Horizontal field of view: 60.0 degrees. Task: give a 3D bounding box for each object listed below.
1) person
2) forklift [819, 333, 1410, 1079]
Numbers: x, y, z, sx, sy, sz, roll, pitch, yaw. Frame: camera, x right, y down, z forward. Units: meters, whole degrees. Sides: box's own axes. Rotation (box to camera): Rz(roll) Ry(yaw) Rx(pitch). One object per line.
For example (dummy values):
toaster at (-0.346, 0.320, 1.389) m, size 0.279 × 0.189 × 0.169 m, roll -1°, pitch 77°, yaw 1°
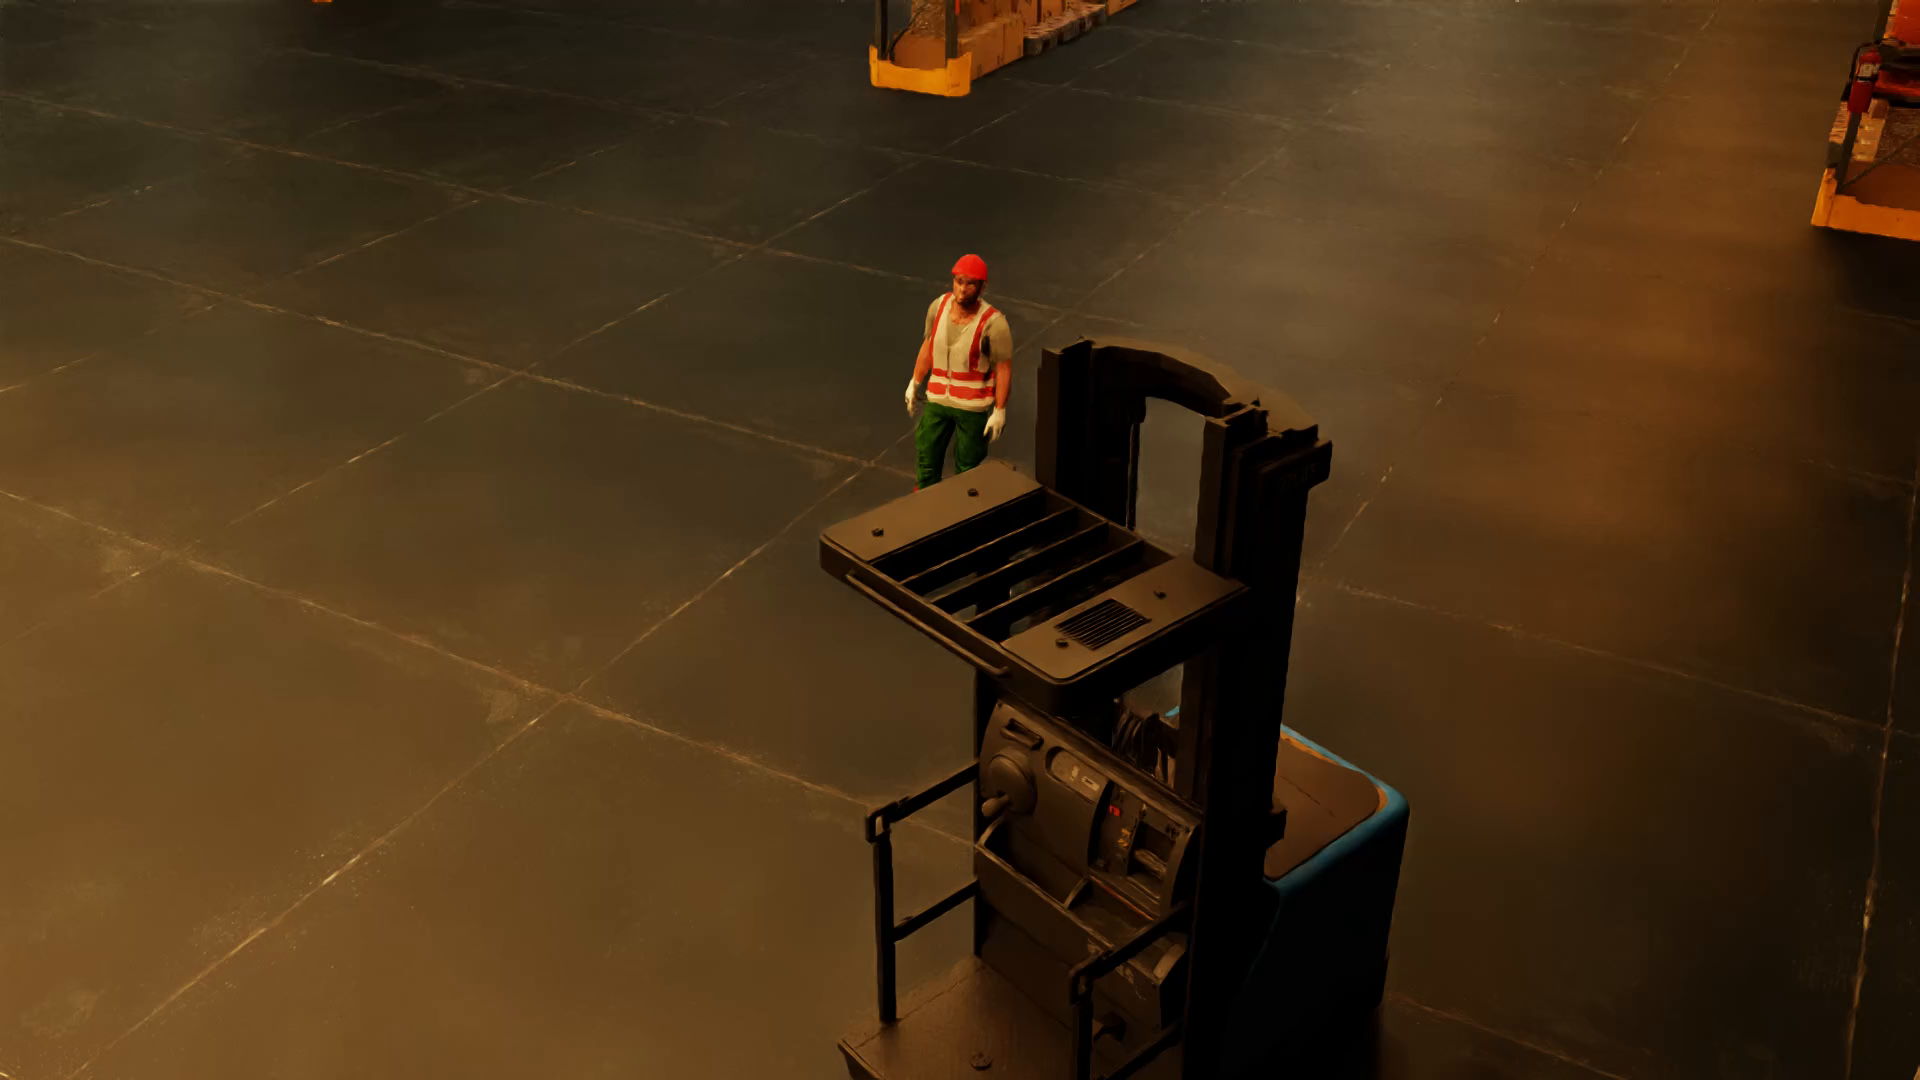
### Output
person at (-0.049, -0.748, 9.496) m, size 0.637 × 1.787 × 0.563 m, roll 15°, pitch 33°, yaw 25°
forklift at (0.254, 0.921, 5.475) m, size 3.031 × 2.935 × 1.130 m, roll -24°, pitch 37°, yaw -35°
